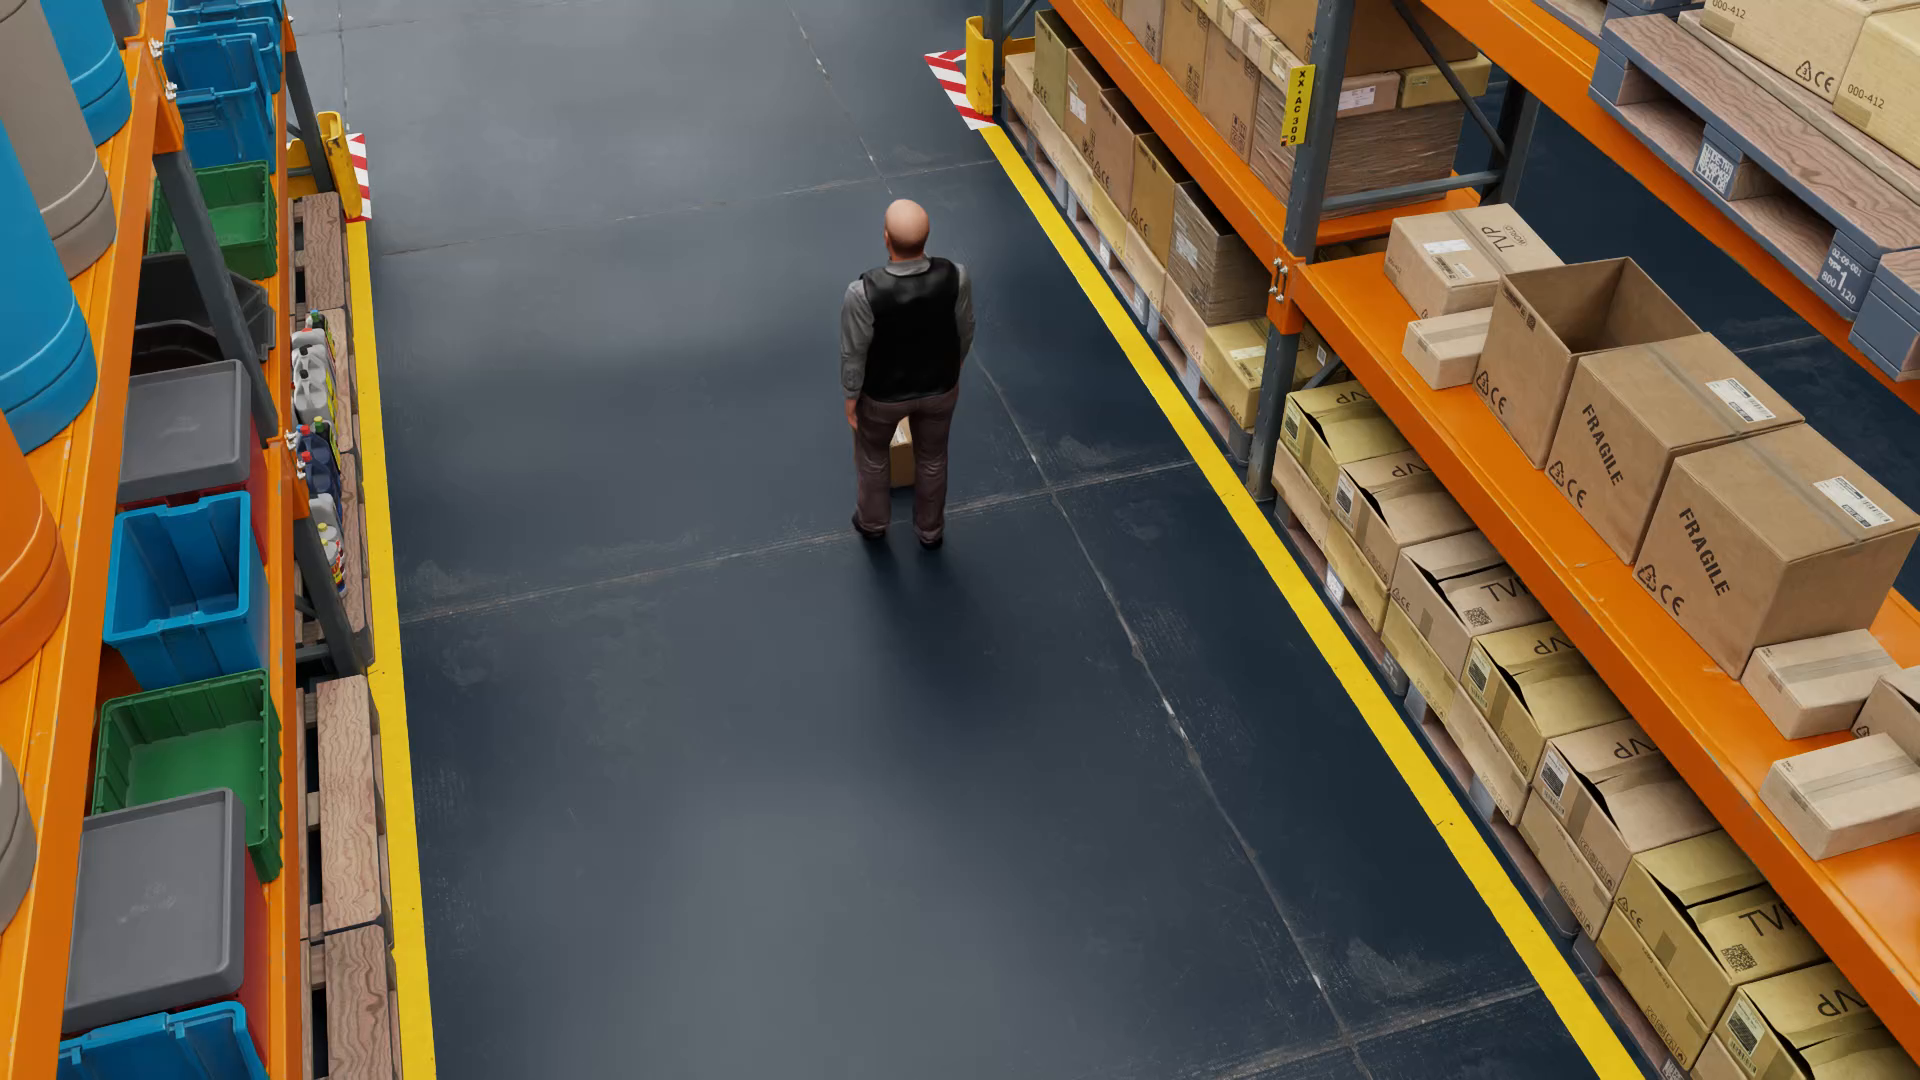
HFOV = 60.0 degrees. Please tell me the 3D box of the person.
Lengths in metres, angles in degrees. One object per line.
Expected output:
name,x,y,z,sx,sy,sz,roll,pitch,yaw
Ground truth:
person,-0.231,-0.701,6.951,0.573,1.749,0.513,-12,43,-13
